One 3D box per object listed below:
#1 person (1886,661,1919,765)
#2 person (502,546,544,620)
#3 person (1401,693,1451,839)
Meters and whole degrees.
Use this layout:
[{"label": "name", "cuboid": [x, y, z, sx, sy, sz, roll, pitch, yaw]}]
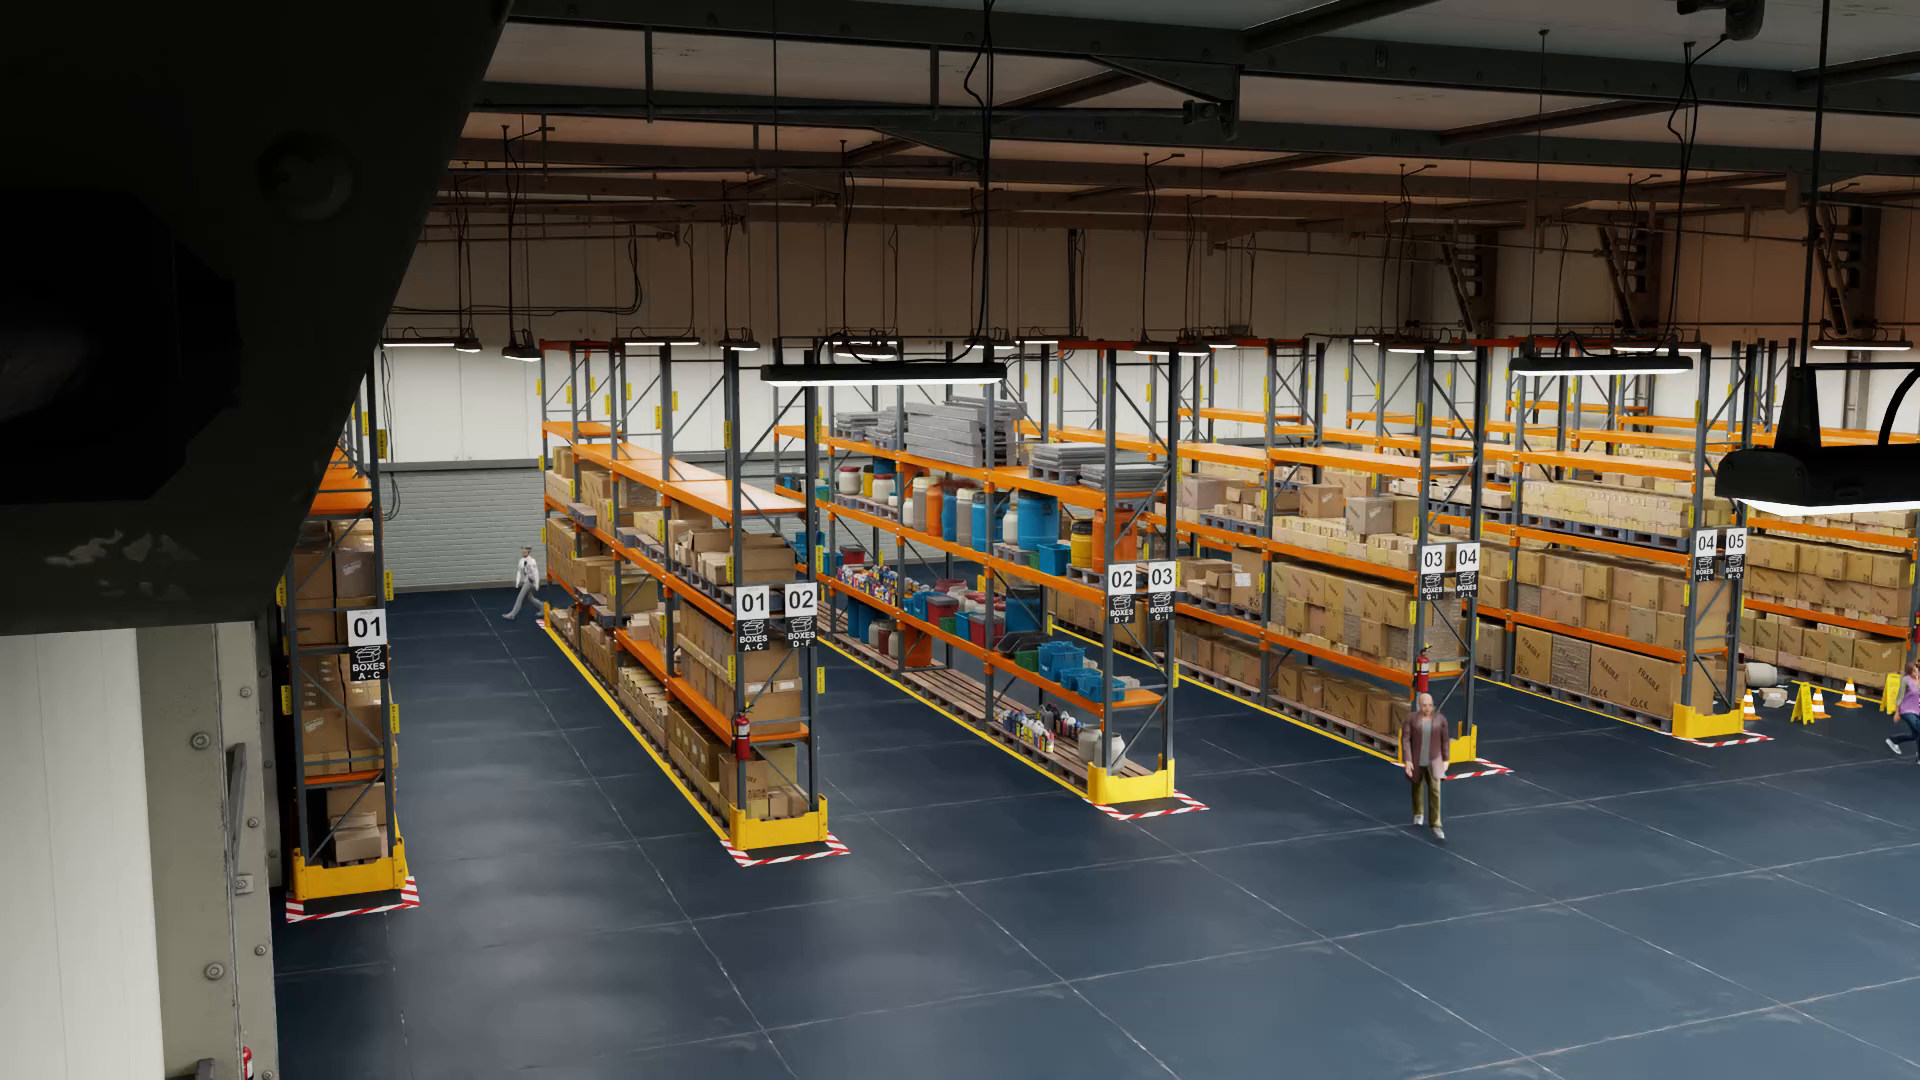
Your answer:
[{"label": "person", "cuboid": [13.762, 2.471, 24.034, 0.407, 1.477, 0.904, -2, 8, -16]}, {"label": "person", "cuboid": [-9.327, 0.901, 35.667, 1.075, 1.582, 0.452, -6, 10, -39]}, {"label": "person", "cuboid": [5.782, 2.766, 20.664, 0.611, 1.735, 1.063, 2, 8, 16]}]
